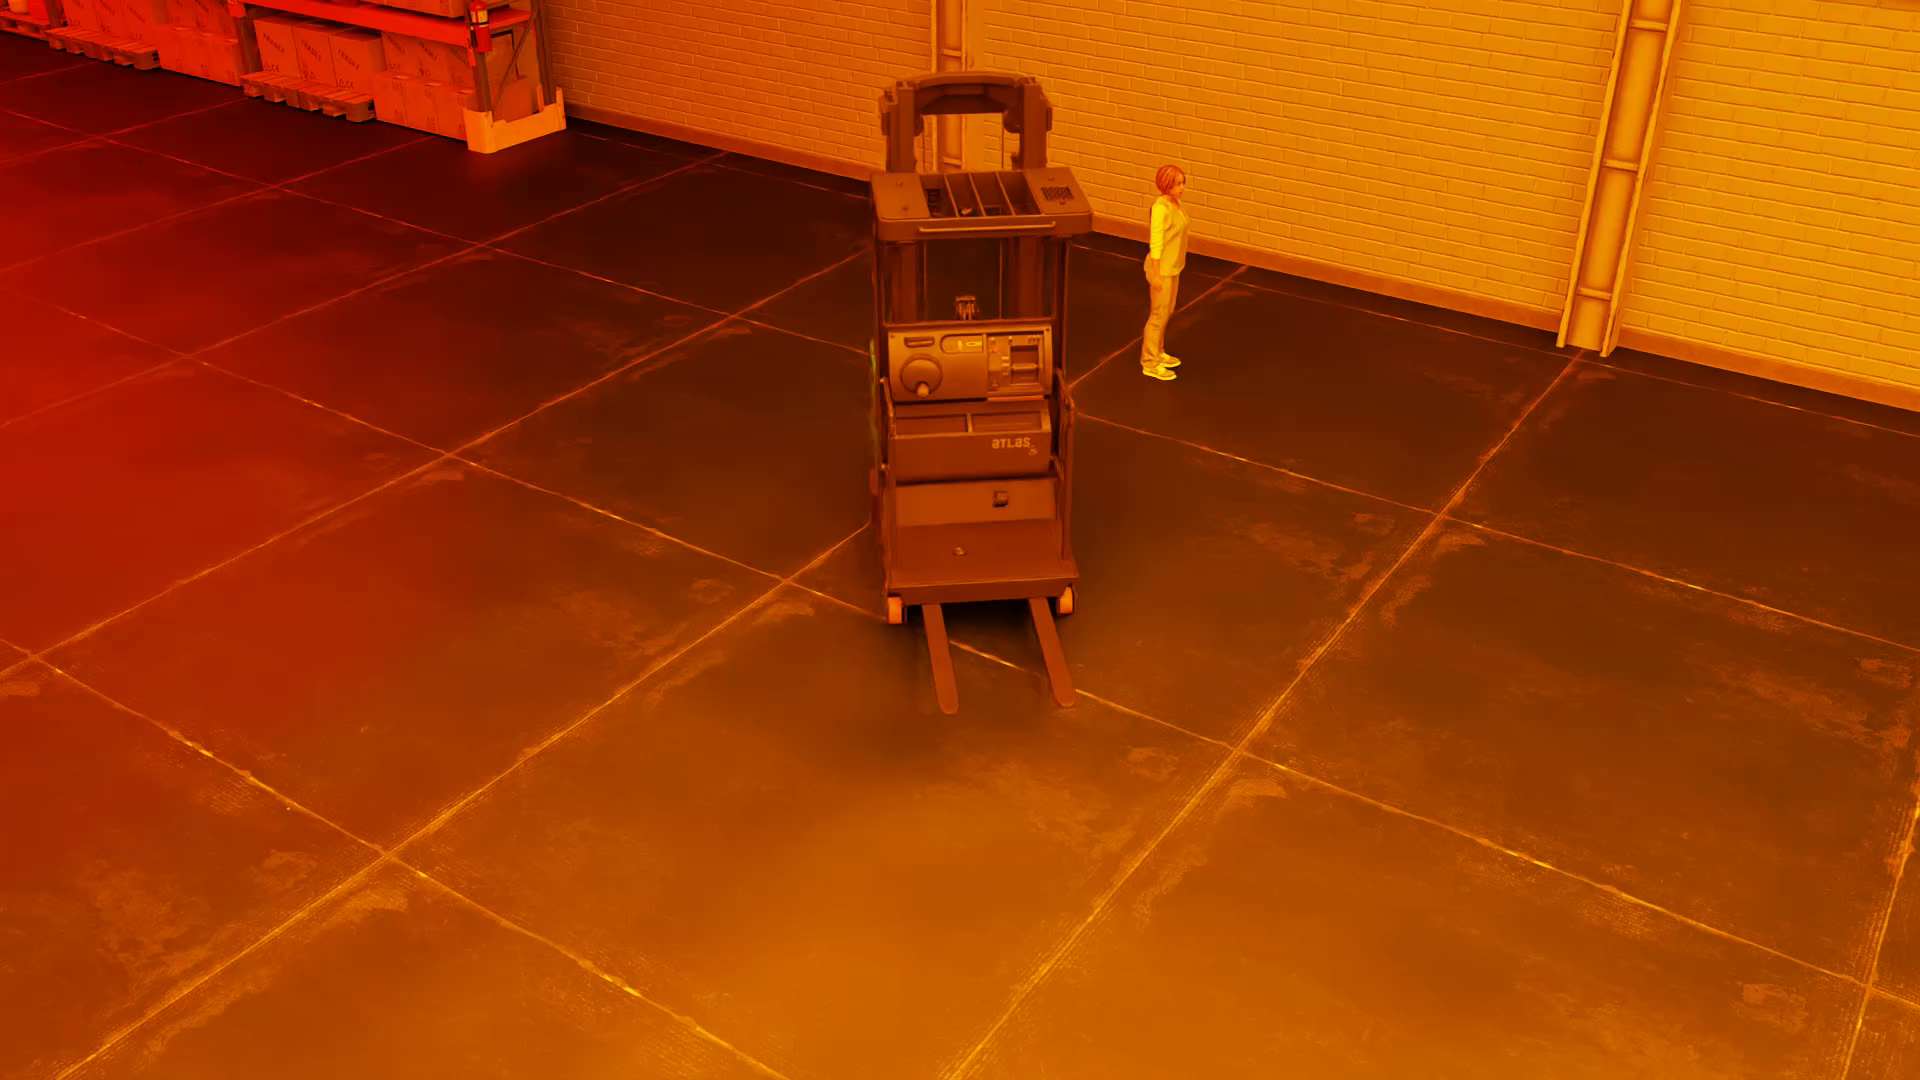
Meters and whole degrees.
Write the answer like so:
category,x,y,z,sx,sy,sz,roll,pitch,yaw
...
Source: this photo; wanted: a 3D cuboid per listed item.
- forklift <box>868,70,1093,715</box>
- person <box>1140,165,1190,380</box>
category,x,y,z,sx,sy,sz,roll,pitch,yaw
forklift,0.086,-0.958,9.232,1.130,2.935,3.031,-3,30,-5
person,1.531,-2.000,12.351,0.329,1.602,0.444,11,32,18
